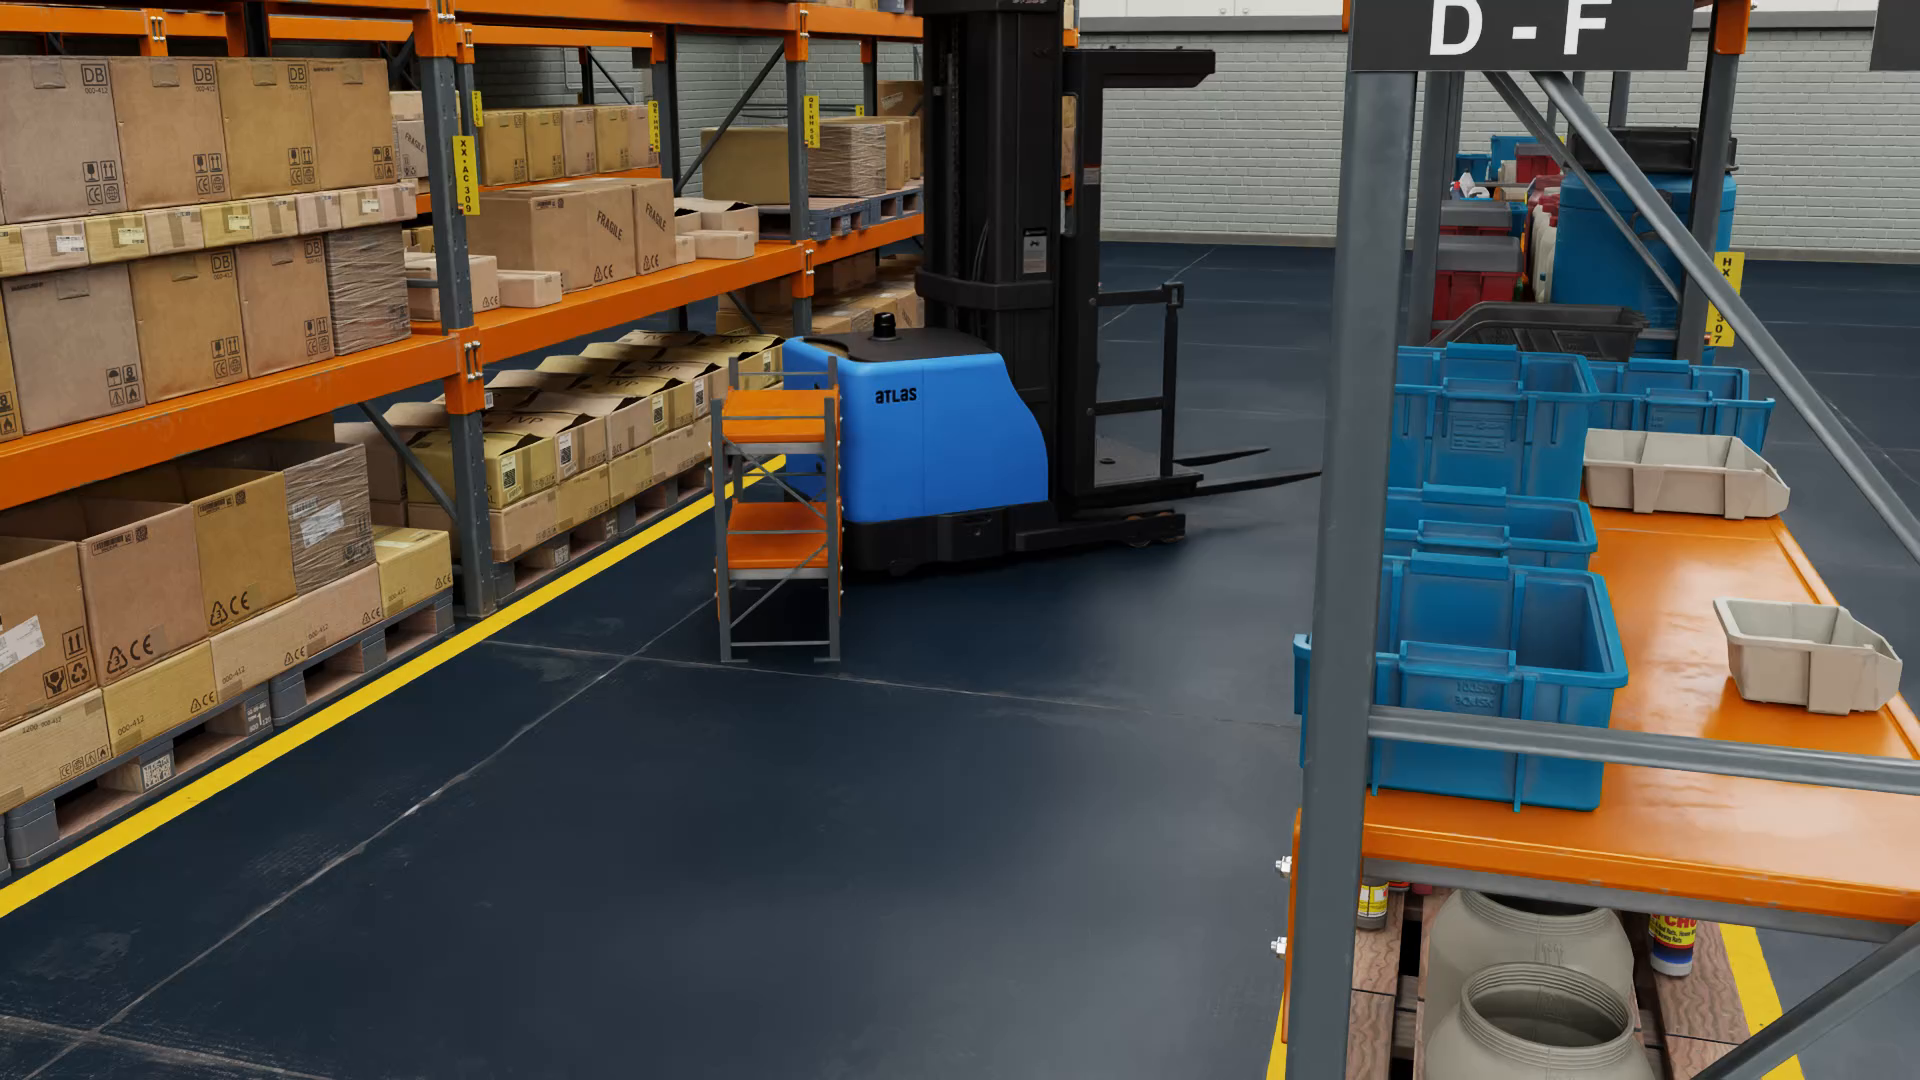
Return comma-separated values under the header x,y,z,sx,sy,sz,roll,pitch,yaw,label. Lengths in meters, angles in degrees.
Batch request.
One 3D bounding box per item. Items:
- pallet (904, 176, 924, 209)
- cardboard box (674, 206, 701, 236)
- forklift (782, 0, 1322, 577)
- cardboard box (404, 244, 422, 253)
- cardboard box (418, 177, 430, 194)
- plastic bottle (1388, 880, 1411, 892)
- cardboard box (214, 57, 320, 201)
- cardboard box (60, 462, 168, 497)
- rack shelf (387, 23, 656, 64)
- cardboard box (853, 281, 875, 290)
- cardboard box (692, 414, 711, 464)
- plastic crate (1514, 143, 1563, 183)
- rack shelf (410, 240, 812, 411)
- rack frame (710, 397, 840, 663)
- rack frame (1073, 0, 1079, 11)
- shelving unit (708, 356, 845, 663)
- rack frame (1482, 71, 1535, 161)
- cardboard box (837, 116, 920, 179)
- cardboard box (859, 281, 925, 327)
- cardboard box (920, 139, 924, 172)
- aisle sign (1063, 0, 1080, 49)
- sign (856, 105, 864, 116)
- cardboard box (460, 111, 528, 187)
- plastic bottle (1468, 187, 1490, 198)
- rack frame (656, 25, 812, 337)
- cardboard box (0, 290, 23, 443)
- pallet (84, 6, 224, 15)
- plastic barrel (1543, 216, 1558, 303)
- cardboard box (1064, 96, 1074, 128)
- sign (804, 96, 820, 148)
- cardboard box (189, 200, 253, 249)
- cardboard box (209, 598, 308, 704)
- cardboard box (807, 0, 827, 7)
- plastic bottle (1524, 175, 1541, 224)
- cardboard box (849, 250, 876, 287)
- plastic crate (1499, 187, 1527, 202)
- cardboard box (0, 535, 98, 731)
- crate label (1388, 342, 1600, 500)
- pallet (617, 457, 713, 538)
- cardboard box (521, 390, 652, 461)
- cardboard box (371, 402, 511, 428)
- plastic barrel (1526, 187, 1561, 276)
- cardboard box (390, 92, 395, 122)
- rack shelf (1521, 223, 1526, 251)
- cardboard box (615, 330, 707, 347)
x,y,z,sx,sy,sz,roll,pitch,yaw,label
-0.683,-2.932,14.023,1.003,0.211,1.213,5,16,16,pallet
-1.928,-1.917,10.255,0.500,0.311,0.500,4,16,15,cardboard box
0.623,-1.490,8.711,3.031,2.935,1.130,-8,18,-25,forklift
-2.551,-1.312,8.204,0.396,0.266,0.258,4,16,15,cardboard box
-5.092,-3.255,15.231,0.380,0.149,0.250,5,17,18,cardboard box
1.186,0.820,4.628,0.152,0.276,0.135,5,17,16,plastic bottle
-2.887,-1.556,6.257,0.700,0.500,0.500,5,16,16,cardboard box
-3.341,-0.014,6.276,0.500,0.500,0.500,5,16,16,cardboard box
-4.533,-5.229,17.588,1.077,0.370,4.000,5,16,16,rack shelf
-1.012,-1.856,13.651,0.500,0.500,0.500,5,17,17,cardboard box
-1.692,-0.635,9.841,0.500,0.250,0.500,5,17,17,cardboard box
4.891,-3.114,14.084,0.402,0.464,0.583,5,16,16,plastic crate
-2.056,-1.310,9.268,1.077,0.370,4.000,5,16,16,rack shelf
-0.757,-0.030,6.875,0.500,1.125,0.032,-1,16,-3,rack frame
0.786,-7.158,17.575,1.000,3.000,0.127,5,16,16,rack frame
-0.789,-0.169,7.364,0.538,1.125,1.048,-1,16,-3,shelving unit
5.537,-3.887,17.035,0.949,2.616,0.053,5,16,16,rack frame
-0.700,-3.369,14.257,0.700,0.500,0.500,-1,16,-3,cardboard box
-0.508,-1.823,13.535,0.500,0.500,0.500,5,17,17,cardboard box
-0.455,-3.424,15.222,0.500,0.500,0.500,5,17,17,cardboard box
1.099,-5.517,18.018,0.394,0.787,0.004,5,16,16,aisle sign
-0.874,-3.682,14.727,0.100,0.325,0.005,5,16,16,sign
-4.932,-3.894,16.510,0.980,0.700,0.700,5,17,17,cardboard box
3.783,-2.435,12.145,0.152,0.276,0.135,5,16,16,plastic bottle
-1.488,-2.179,11.014,1.000,3.000,0.127,5,16,16,rack frame
-3.325,-0.522,4.991,0.700,0.500,0.500,5,17,16,cardboard box
-6.106,-4.087,12.590,1.213,0.211,1.003,5,17,18,pallet
2.606,-1.046,6.771,0.433,0.535,0.433,0,16,0,plastic barrel
0.923,-4.663,17.758,0.500,0.500,0.500,4,16,15,cardboard box
-0.955,-2.694,10.708,0.100,0.325,0.005,5,16,16,sign
-2.787,-1.139,5.975,0.380,0.149,0.250,5,16,16,cardboard box
-2.826,0.389,6.232,0.500,0.250,0.500,5,16,16,cardboard box
-1.396,-3.787,11.003,0.910,0.500,0.500,5,16,16,cardboard box
4.259,-2.514,12.285,0.144,0.351,0.185,5,16,16,plastic bottle
-1.006,-2.226,13.581,0.500,0.250,0.500,5,16,16,cardboard box
4.666,-2.853,13.764,0.396,0.136,0.243,5,16,16,plastic crate
-3.126,0.288,5.211,0.500,0.500,0.500,5,16,16,cardboard box
1.251,-0.220,4.044,0.502,0.435,0.616,5,16,16,crate label
-2.108,-0.307,9.525,1.003,0.211,1.213,5,16,16,pallet
-1.975,-0.636,8.817,0.500,0.311,0.500,4,16,14,cardboard box
-2.643,-0.546,8.500,0.500,0.311,0.500,5,17,17,cardboard box
3.173,-1.562,8.634,0.421,0.512,0.421,0,16,0,plastic barrel
-5.289,-3.762,14.455,0.500,0.250,0.500,5,17,17,cardboard box
3.829,-1.971,11.600,1.077,0.370,4.000,5,16,16,rack shelf
-1.918,-1.214,10.853,0.500,0.311,0.500,5,17,18,cardboard box
